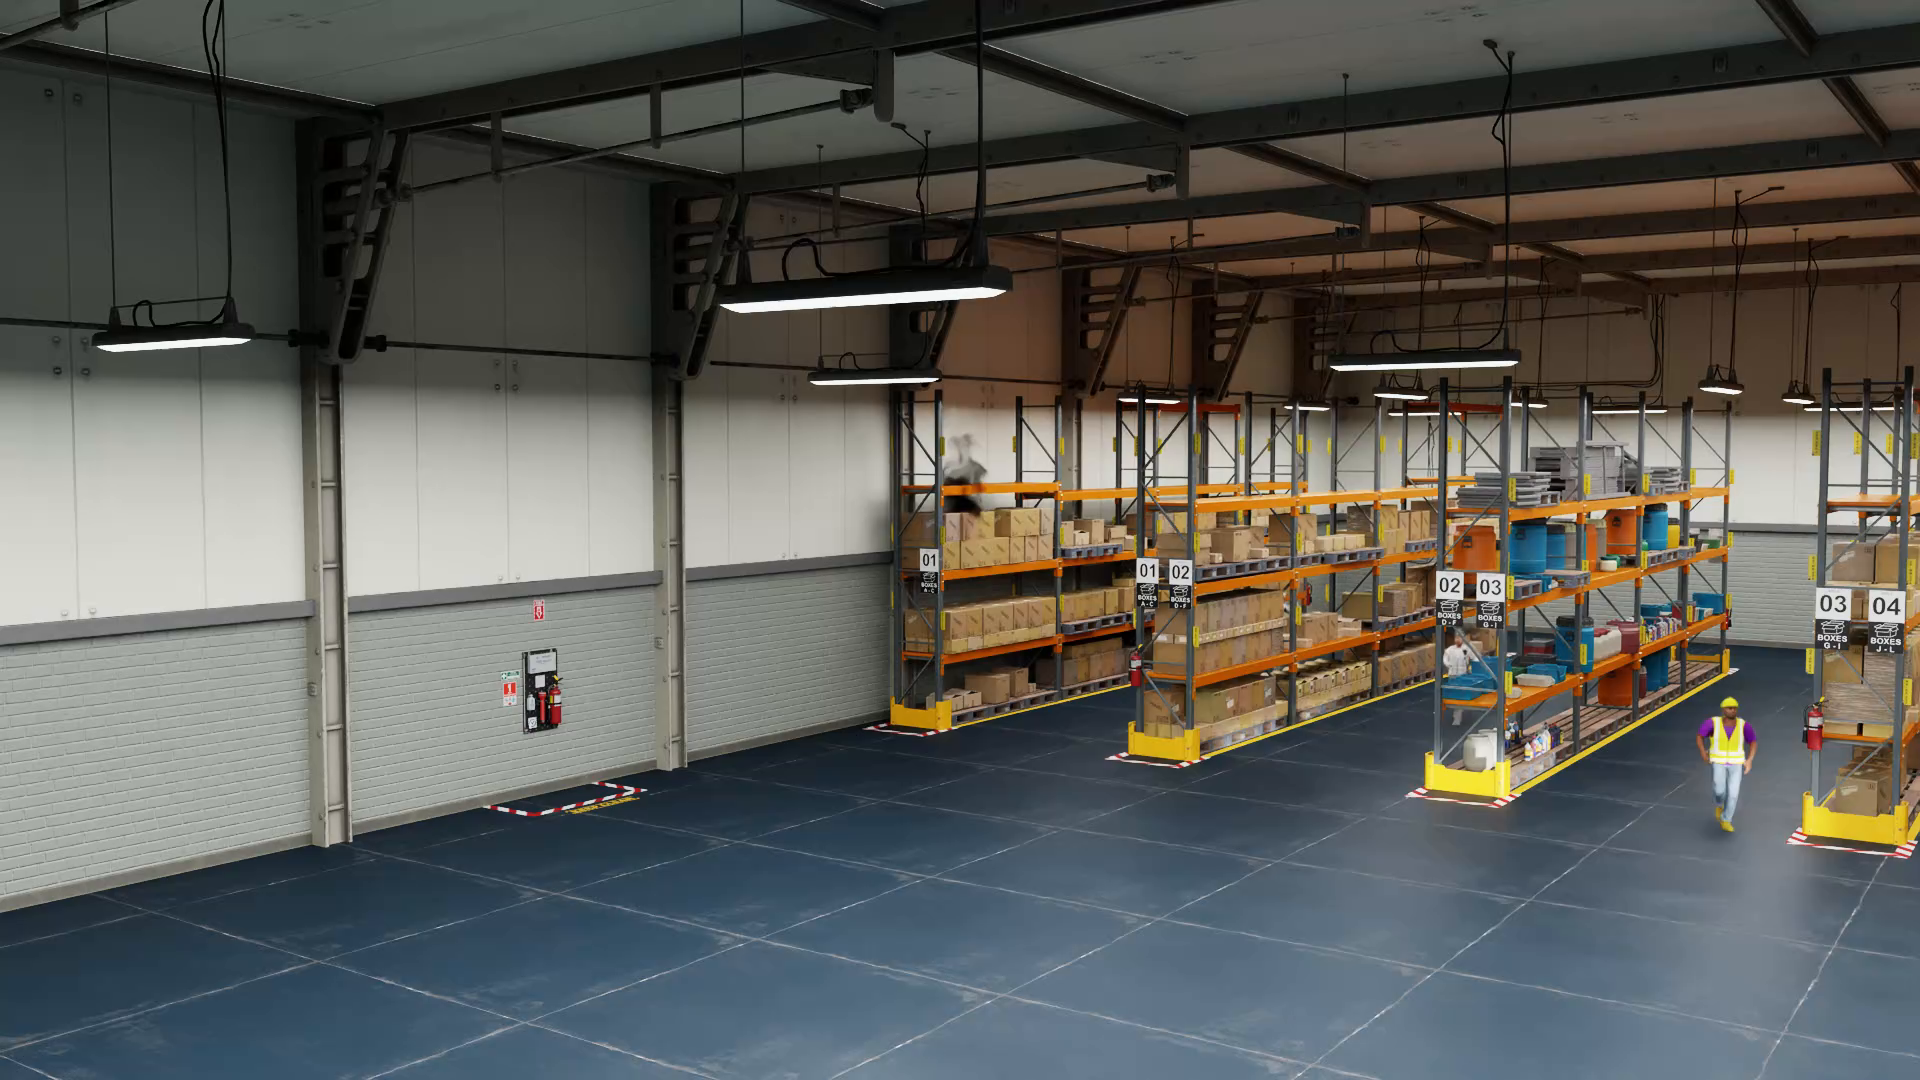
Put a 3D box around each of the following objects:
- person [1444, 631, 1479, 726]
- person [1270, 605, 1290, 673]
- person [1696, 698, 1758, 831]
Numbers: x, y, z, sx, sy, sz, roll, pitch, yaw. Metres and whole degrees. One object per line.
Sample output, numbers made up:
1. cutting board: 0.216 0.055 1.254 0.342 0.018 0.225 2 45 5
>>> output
1. person: 9.005 2.458 30.008 0.622 1.672 0.905 2 4 29
2. person: 7.006 2.014 37.160 0.657 1.828 0.829 2 4 29
3. person: 10.018 2.924 21.735 0.718 1.724 0.529 1 3 21
